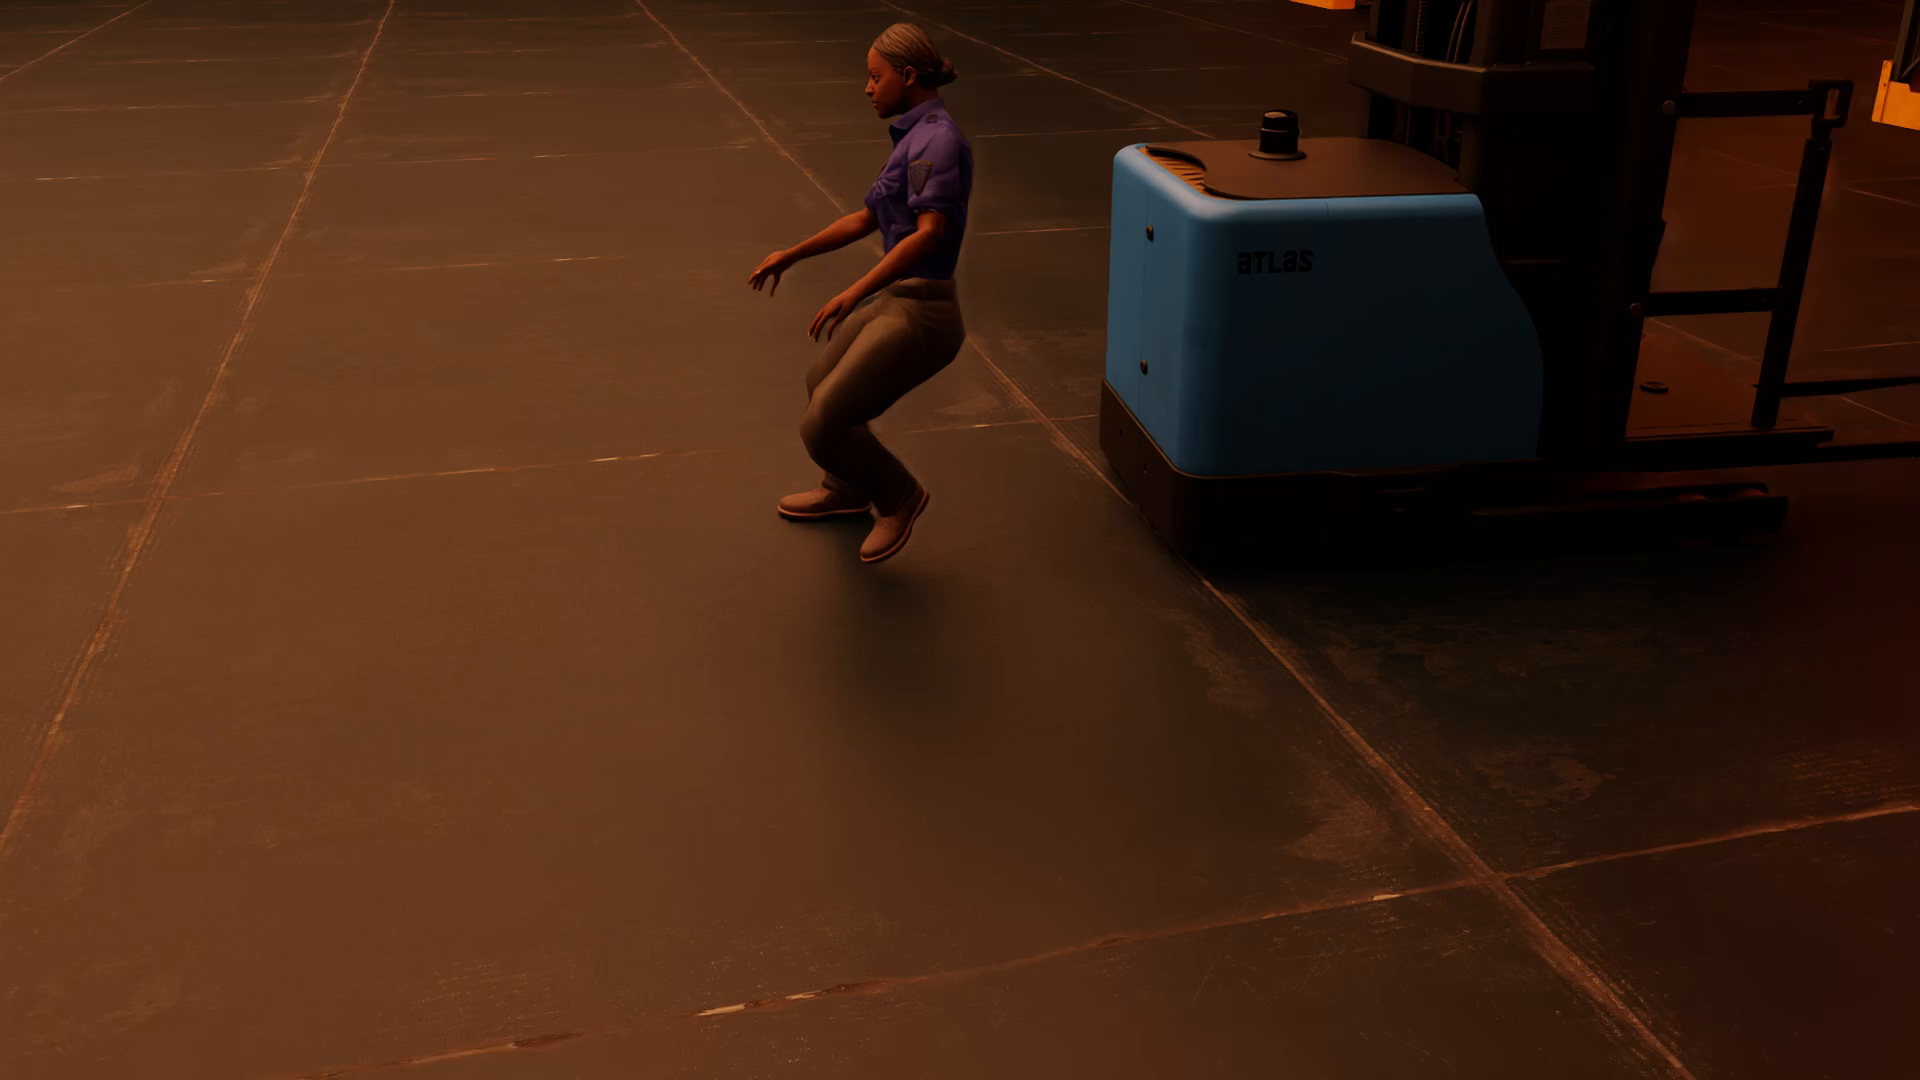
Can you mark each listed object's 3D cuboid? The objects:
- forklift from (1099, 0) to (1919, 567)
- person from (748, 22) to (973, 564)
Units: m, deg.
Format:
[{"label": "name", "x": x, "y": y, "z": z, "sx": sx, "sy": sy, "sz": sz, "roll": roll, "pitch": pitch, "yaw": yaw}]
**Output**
[{"label": "forklift", "x": 2.033, "y": -1.525, "z": 4.894, "sx": 3.031, "sy": 2.935, "sz": 1.130, "roll": -4, "pitch": 23, "yaw": -8}, {"label": "person", "x": -0.285, "y": -0.659, "z": 4.663, "sx": 0.627, "sy": 1.510, "sz": 0.768, "roll": -2, "pitch": 23, "yaw": -5}]
